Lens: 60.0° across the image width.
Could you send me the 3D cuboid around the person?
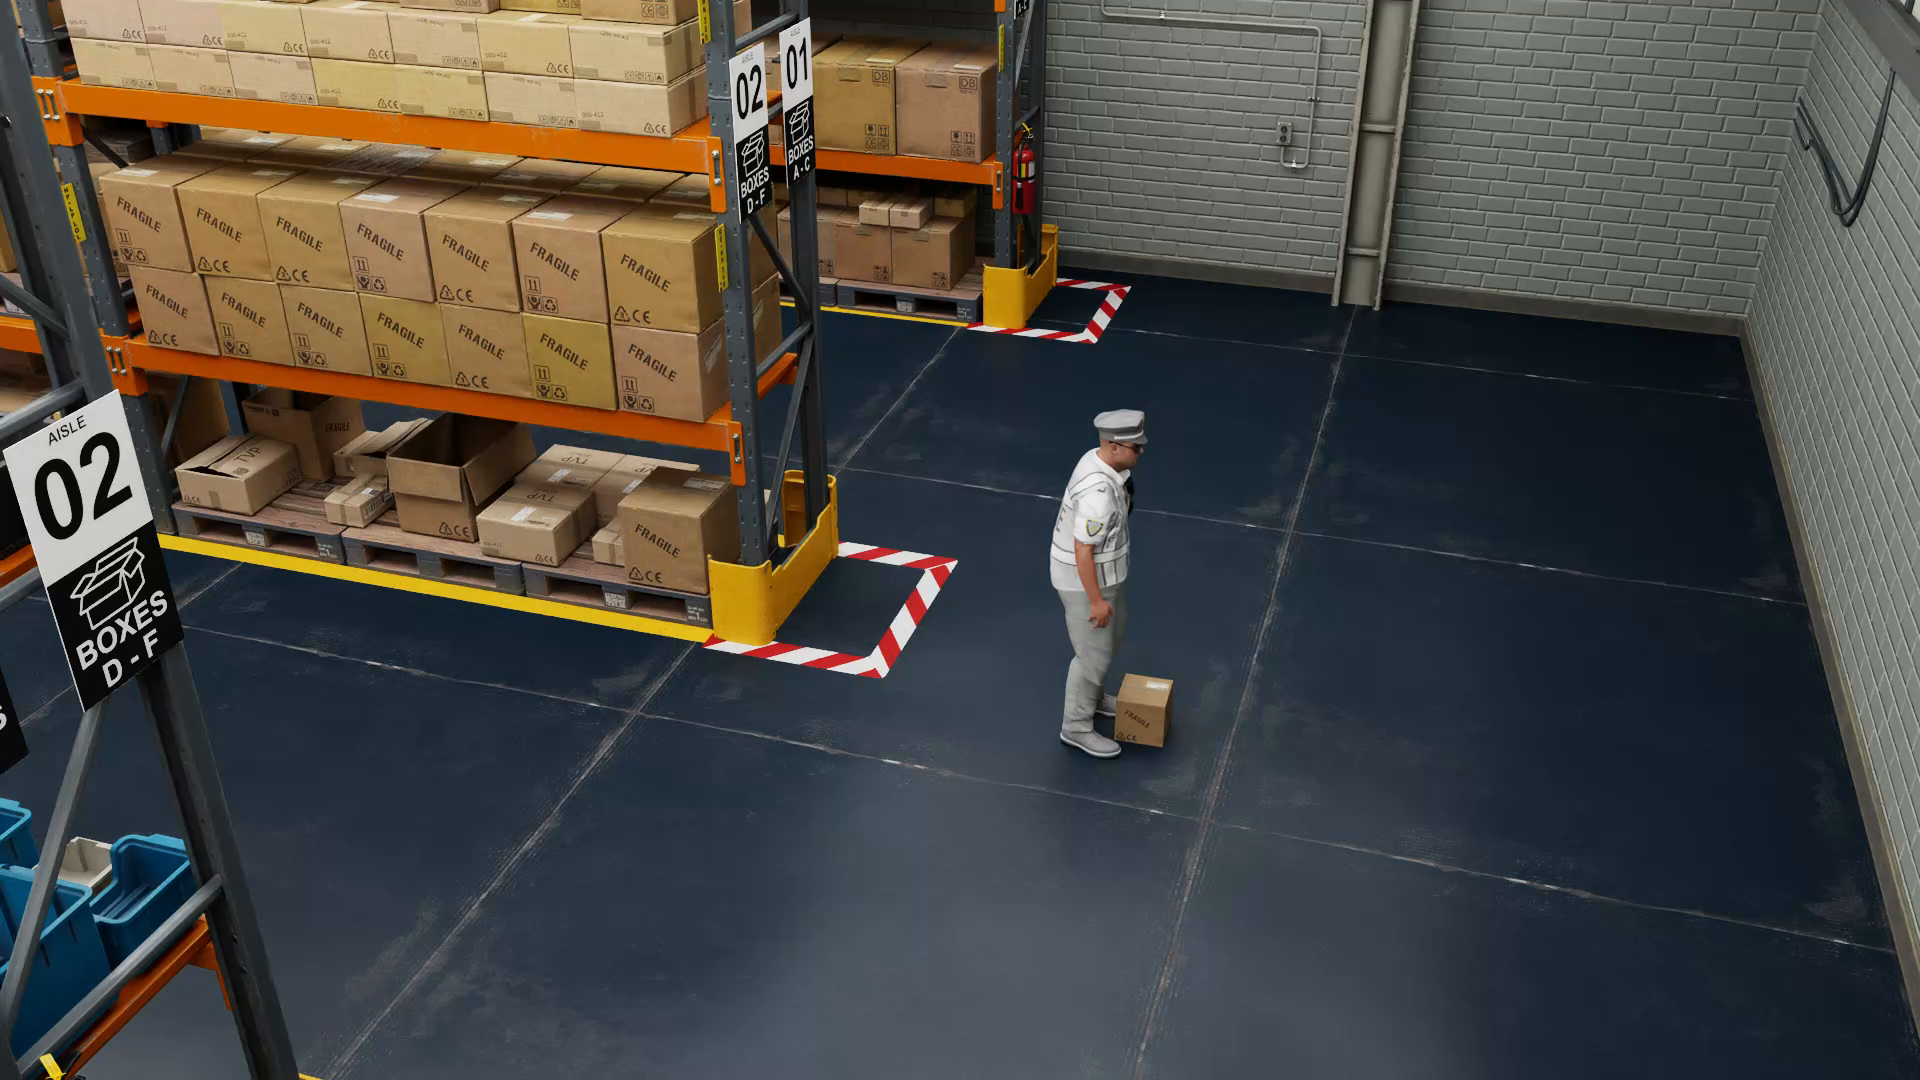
[{"bbox_3d":[0.667,0.176,8.183,0.427,1.750,0.603,7,30,13],"label":"person"}]
